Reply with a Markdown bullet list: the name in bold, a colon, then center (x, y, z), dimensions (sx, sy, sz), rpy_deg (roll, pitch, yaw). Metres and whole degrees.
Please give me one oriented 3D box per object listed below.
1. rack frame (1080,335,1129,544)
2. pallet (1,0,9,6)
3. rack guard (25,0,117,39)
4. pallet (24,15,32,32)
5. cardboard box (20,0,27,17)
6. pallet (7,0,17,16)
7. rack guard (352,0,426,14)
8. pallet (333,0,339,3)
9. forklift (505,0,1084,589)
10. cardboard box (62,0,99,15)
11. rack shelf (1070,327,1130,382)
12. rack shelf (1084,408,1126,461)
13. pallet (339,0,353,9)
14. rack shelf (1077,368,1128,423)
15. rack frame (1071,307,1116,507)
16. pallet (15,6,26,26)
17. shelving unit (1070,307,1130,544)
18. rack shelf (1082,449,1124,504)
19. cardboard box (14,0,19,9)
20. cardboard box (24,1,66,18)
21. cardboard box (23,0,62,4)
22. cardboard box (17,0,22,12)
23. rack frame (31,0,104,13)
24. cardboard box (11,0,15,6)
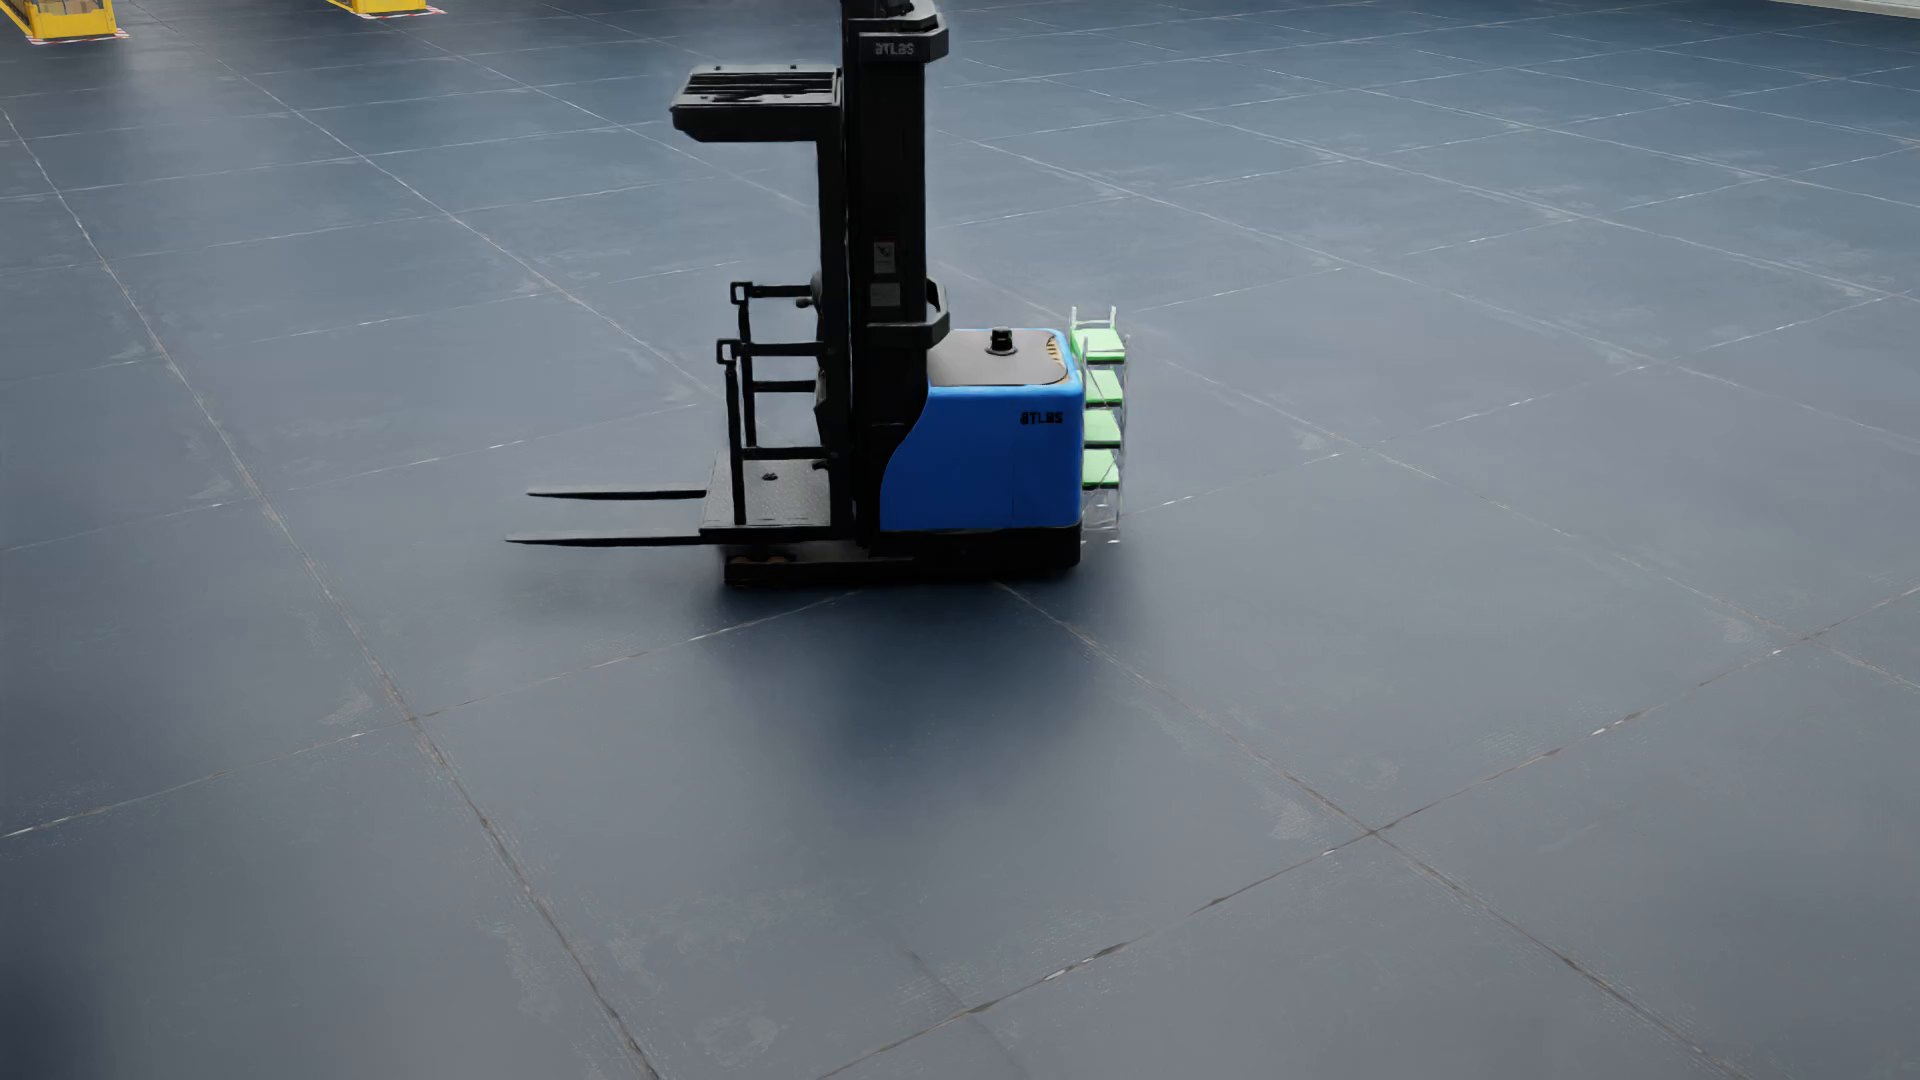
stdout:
- **rack frame**: center (0.767, -0.528, 8.964), dimensions (0.240, 1.200, 0.015), rpy_deg (-2, 25, -3)
- **pallet**: center (-16.449, -9.686, 29.520), dimensions (1.003, 0.211, 1.213), rpy_deg (-16, 29, -30)
- **rack guard**: center (-13.817, -8.123, 25.870), dimensions (1.175, 0.500, 0.348), rpy_deg (-16, 29, -30)
- **pallet**: center (-14.283, -8.264, 26.509), dimensions (1.003, 0.211, 1.213), rpy_deg (-16, 29, -30)
- **cardboard box**: center (-14.653, -8.507, 26.486), dimensions (0.500, 0.250, 0.500), rpy_deg (-16, 29, -30)
- **pallet**: center (-15.615, -9.137, 28.358), dimensions (1.003, 0.211, 1.213), rpy_deg (-16, 29, -30)
- **rack guard**: center (-9.759, -9.300, 28.365), dimensions (1.175, 0.500, 0.348), rpy_deg (-16, 29, -30)
- **pallet**: center (-10.860, -9.898, 29.969), dimensions (1.003, 0.211, 1.213), rpy_deg (-16, 29, -30)
- **forklift**: center (-0.895, -1.300, 8.570), dimensions (3.031, 2.935, 1.130), rpy_deg (-1, 25, -3)
- **cardboard box**: center (-13.936, -8.452, 26.368), dimensions (0.500, 0.250, 0.500), rpy_deg (-16, 29, -30)
- **rack shelf**: center (0.751, -1.009, 9.006), dimensions (0.258, 0.148, 0.480), rpy_deg (-2, 25, -3)
- **rack shelf**: center (0.751, -0.575, 9.211), dimensions (0.258, 0.148, 0.480), rpy_deg (-2, 25, -3)
- **pallet**: center (-10.198, -9.462, 29.045), dimensions (1.003, 0.211, 1.213), rpy_deg (-16, 29, -30)
- **rack shelf**: center (0.751, -0.792, 9.109), dimensions (0.258, 0.148, 0.480), rpy_deg (-2, 25, -3)
- **rack frame**: center (0.736, -0.736, 9.404), dimensions (0.240, 1.200, 0.015), rpy_deg (-2, 25, -3)
- **pallet**: center (-14.945, -8.700, 27.432), dimensions (1.003, 0.211, 1.213), rpy_deg (-16, 29, -30)
- **shelving unit**: center (0.751, -0.632, 9.184), dimensions (0.258, 1.200, 0.503), rpy_deg (-2, 25, -3)
- **rack shelf**: center (0.751, -0.358, 9.314), dimensions (0.258, 0.148, 0.480), rpy_deg (-2, 25, -3)
- **cardboard box**: center (-15.199, -8.865, 27.243), dimensions (0.500, 0.250, 0.500), rpy_deg (-16, 29, -30)
- **cardboard box**: center (-14.370, -8.331, 26.113), dimensions (0.500, 0.250, 0.500), rpy_deg (-16, 29, -30)
- **cardboard box**: center (-14.372, -8.670, 25.952), dimensions (0.500, 0.500, 0.500), rpy_deg (-16, 29, -30)
- **cardboard box**: center (-14.928, -8.685, 26.864), dimensions (0.500, 0.250, 0.500), rpy_deg (-16, 29, -30)
- **rack frame**: center (-13.830, -9.262, 25.355), dimensions (1.000, 3.000, 0.127), rpy_deg (-16, 29, -30)
- **cardboard box**: center (-15.477, -9.042, 27.619), dimensions (0.500, 0.250, 0.500), rpy_deg (-16, 29, -30)
